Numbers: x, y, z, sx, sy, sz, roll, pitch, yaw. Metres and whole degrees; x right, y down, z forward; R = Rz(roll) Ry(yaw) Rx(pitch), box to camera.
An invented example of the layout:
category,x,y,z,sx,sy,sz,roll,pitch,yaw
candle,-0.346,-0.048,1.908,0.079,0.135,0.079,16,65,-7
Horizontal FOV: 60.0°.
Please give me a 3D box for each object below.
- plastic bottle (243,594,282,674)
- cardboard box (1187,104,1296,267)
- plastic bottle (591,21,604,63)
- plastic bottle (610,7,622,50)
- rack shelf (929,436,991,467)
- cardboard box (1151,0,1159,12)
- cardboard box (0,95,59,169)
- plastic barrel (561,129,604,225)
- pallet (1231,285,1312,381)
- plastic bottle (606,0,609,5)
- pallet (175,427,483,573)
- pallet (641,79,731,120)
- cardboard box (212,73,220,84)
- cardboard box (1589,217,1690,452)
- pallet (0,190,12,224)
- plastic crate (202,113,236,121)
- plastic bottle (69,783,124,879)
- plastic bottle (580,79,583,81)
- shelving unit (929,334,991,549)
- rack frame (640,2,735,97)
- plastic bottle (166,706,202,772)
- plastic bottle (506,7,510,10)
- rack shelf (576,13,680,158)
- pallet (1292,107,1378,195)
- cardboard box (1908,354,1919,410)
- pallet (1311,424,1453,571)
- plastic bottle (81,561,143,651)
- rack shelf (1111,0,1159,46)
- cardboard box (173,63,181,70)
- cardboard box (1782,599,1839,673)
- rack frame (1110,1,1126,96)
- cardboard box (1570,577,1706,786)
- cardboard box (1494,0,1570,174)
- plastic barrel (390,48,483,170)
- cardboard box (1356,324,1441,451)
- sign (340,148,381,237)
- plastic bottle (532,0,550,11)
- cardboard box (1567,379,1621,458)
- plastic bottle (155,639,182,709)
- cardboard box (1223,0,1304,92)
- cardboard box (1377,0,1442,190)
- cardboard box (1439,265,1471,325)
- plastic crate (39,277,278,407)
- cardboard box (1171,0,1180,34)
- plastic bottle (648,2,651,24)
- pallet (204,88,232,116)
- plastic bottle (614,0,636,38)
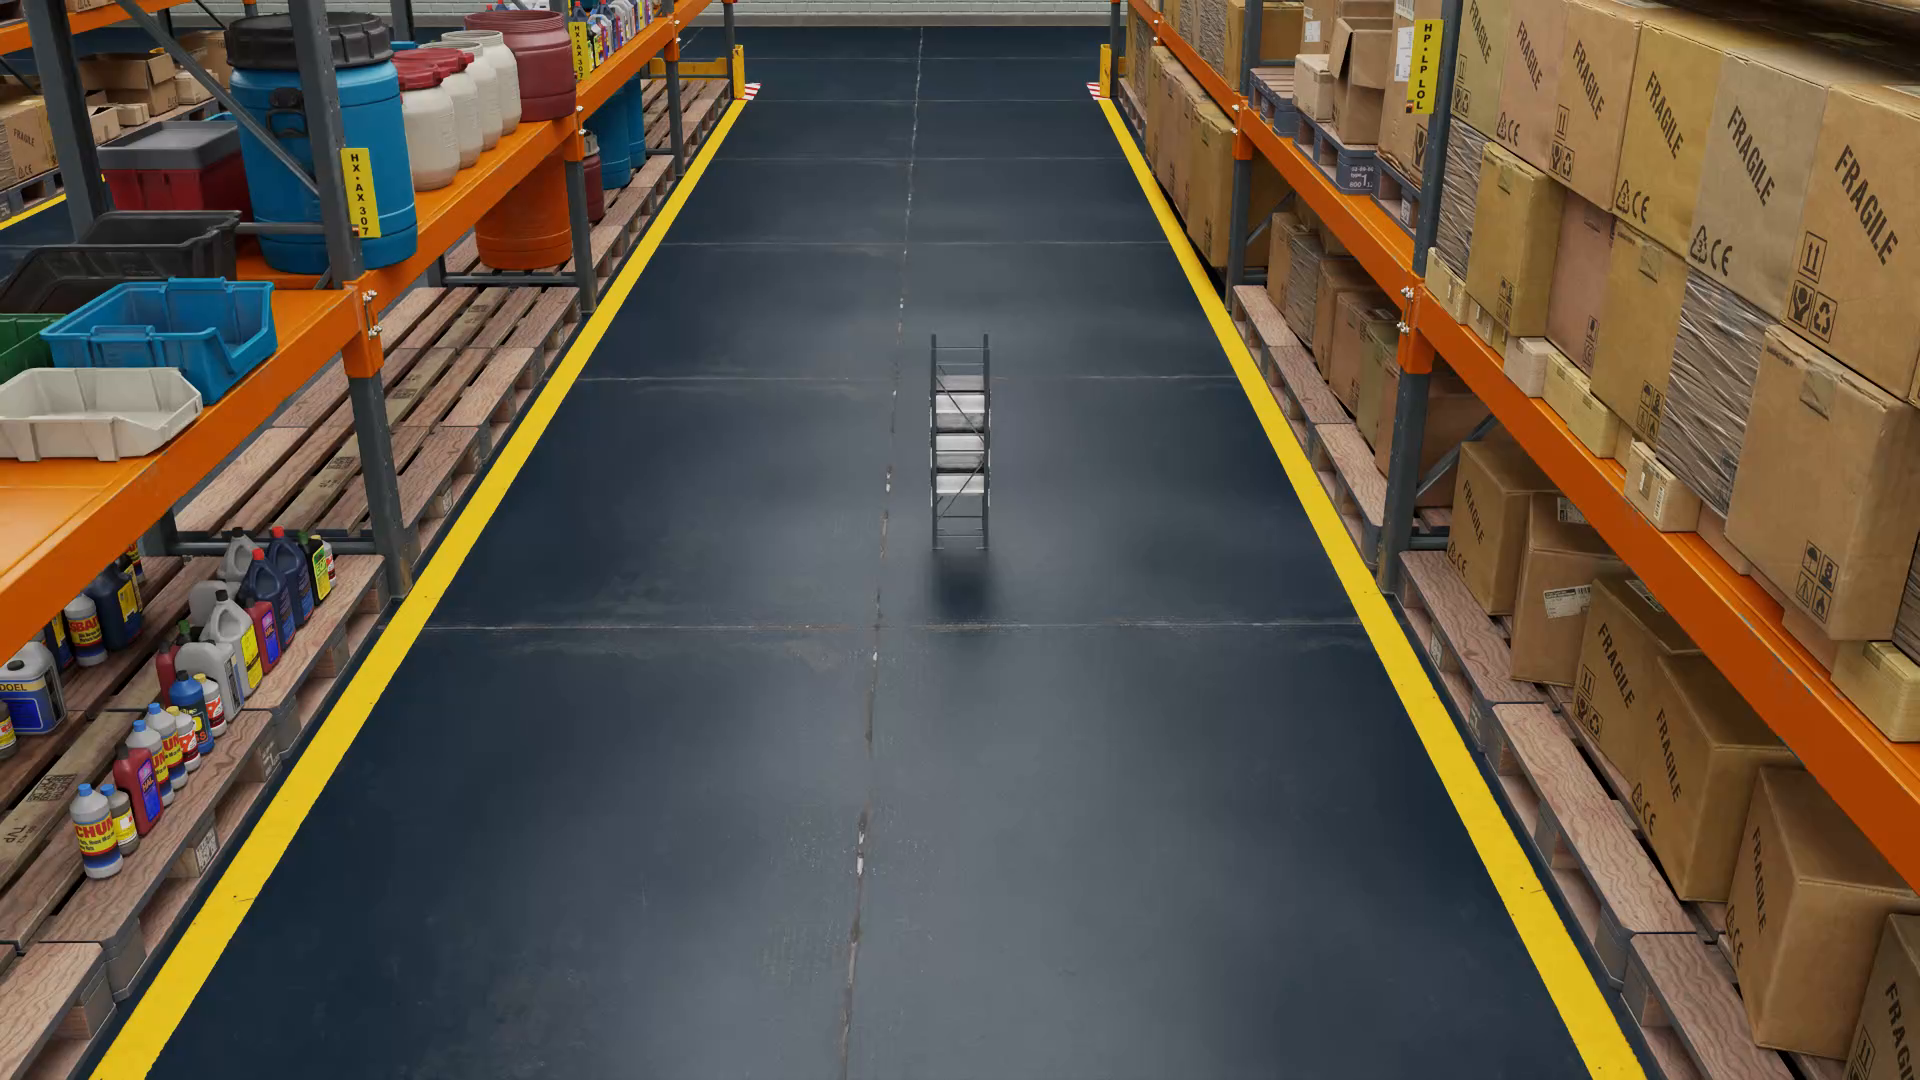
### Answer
category,x,y,z,sx,sy,sz,roll,pitch,yaw
plastic bottle,-2.399,0.304,5.699,0.061,0.283,0.133,1,24,3
cardboard box,2.183,-2.321,10.811,1.225,0.875,0.875,-1,24,-3
plastic bottle,-2.449,-3.341,11.153,0.097,0.271,0.097,0,24,0
plastic bottle,-2.438,-3.621,11.757,0.061,0.283,0.133,0,24,-1
rack shelf,0.000,-0.383,7.086,0.258,0.077,0.200,0,24,-1
cardboard box,1.795,-4.471,13.801,0.380,0.149,0.250,0,24,0
cardboard box,-7.488,-3.278,13.358,0.500,0.500,0.500,0,24,-1
plastic barrel,-2.818,-2.551,11.666,0.600,0.588,0.708,0,24,-1
pallet,2.176,-1.221,9.693,1.003,0.211,1.213,0,24,-1
plastic bottle,-2.614,-3.853,12.286,0.097,0.271,0.097,0,24,0
pallet,-2.787,-0.196,7.427,1.003,0.211,1.213,0,24,-1
pallet,-2.900,-4.477,16.893,1.003,0.211,1.213,0,24,-1
cardboard box,-7.657,-4.586,16.655,0.380,0.166,0.250,0,24,-1
cardboard box,2.197,-0.543,4.327,0.875,0.500,0.500,0,24,-1
pallet,-7.717,-2.309,12.100,1.003,0.211,1.213,0,24,-1
plastic crate,-3.063,-1.589,7.142,0.392,0.384,0.575,0,24,-1
plastic bottle,-2.404,0.800,4.619,0.097,0.271,0.097,0,24,0
plastic bottle,-2.423,-3.053,10.503,0.061,0.283,0.133,0,24,-1
shelving unit,0.000,-0.413,7.072,0.258,0.900,0.210,0,24,-1
rack frame,-2.871,-6.088,17.070,1.000,3.000,0.127,0,24,-1
plastic bottle,-2.410,0.608,5.127,0.097,0.201,0.097,0,24,0
plastic bottle,-3.216,-3.663,11.866,0.097,0.271,0.097,0,24,0
rack shelf,-2.805,-3.288,11.752,1.077,0.370,4.000,0,24,-1
pallet,2.232,-1.911,8.067,1.003,0.211,1.213,0,24,-1
cardboard box,2.004,-0.379,2.753,0.500,0.500,0.500,0,24,-1
pallet,2.203,-0.215,7.470,1.003,0.211,1.213,0,24,-1
plastic bottle,-3.002,0.197,5.854,0.144,0.351,0.185,0,24,-1
rack shelf,2.104,-4.958,15.445,1.077,0.370,4.000,0,24,-1
cardboard box,-8.096,-4.583,16.546,0.500,0.250,0.500,0,24,-1
cardboard box,2.004,0.172,3.534,0.380,0.149,0.250,0,24,-1
rack frame,2.082,-6.110,17.119,1.000,3.000,0.127,0,24,-1
cardboard box,2.277,0.439,5.163,0.500,0.500,0.500,-2,24,-5
cardboard box,1.971,-1.409,5.030,0.500,0.500,0.500,0,24,-1
plastic barrel,-2.543,-2.081,8.046,0.433,0.535,0.433,0,24,0
cardboard box,2.242,-0.676,7.605,0.700,0.500,0.500,0,24,-1
sign,-2.189,-1.267,6.075,0.100,0.325,0.005,0,24,-1
plastic bottle,-3.041,-3.810,12.184,0.152,0.276,0.135,0,24,-1
cardboard box,1.944,-0.343,4.673,0.380,0.149,0.250,0,24,-1
plastic bottle,-2.547,0.438,5.403,0.061,0.283,0.133,0,24,-1
cardboard box,1.916,-3.061,10.257,0.500,0.500,0.500,0,24,1
cardboard box,2.344,-1.958,6.701,1.000,1.000,1.000,0,24,0
cardboard box,1.904,-0.858,5.811,0.380,0.149,0.250,0,24,-1
plastic crate,-2.456,-0.620,5.162,0.499,0.251,0.616,0,24,-1
cardboard box,1.887,-4.109,12.575,0.500,0.500,0.500,0,24,0
plastic bottle,-2.471,-4.140,13.005,0.097,0.201,0.097,0,24,0
pallet,-7.813,-4.436,16.803,1.003,0.211,1.213,0,24,-1
plastic bottle,-2.490,-3.864,12.303,0.152,0.276,0.135,0,24,-1
